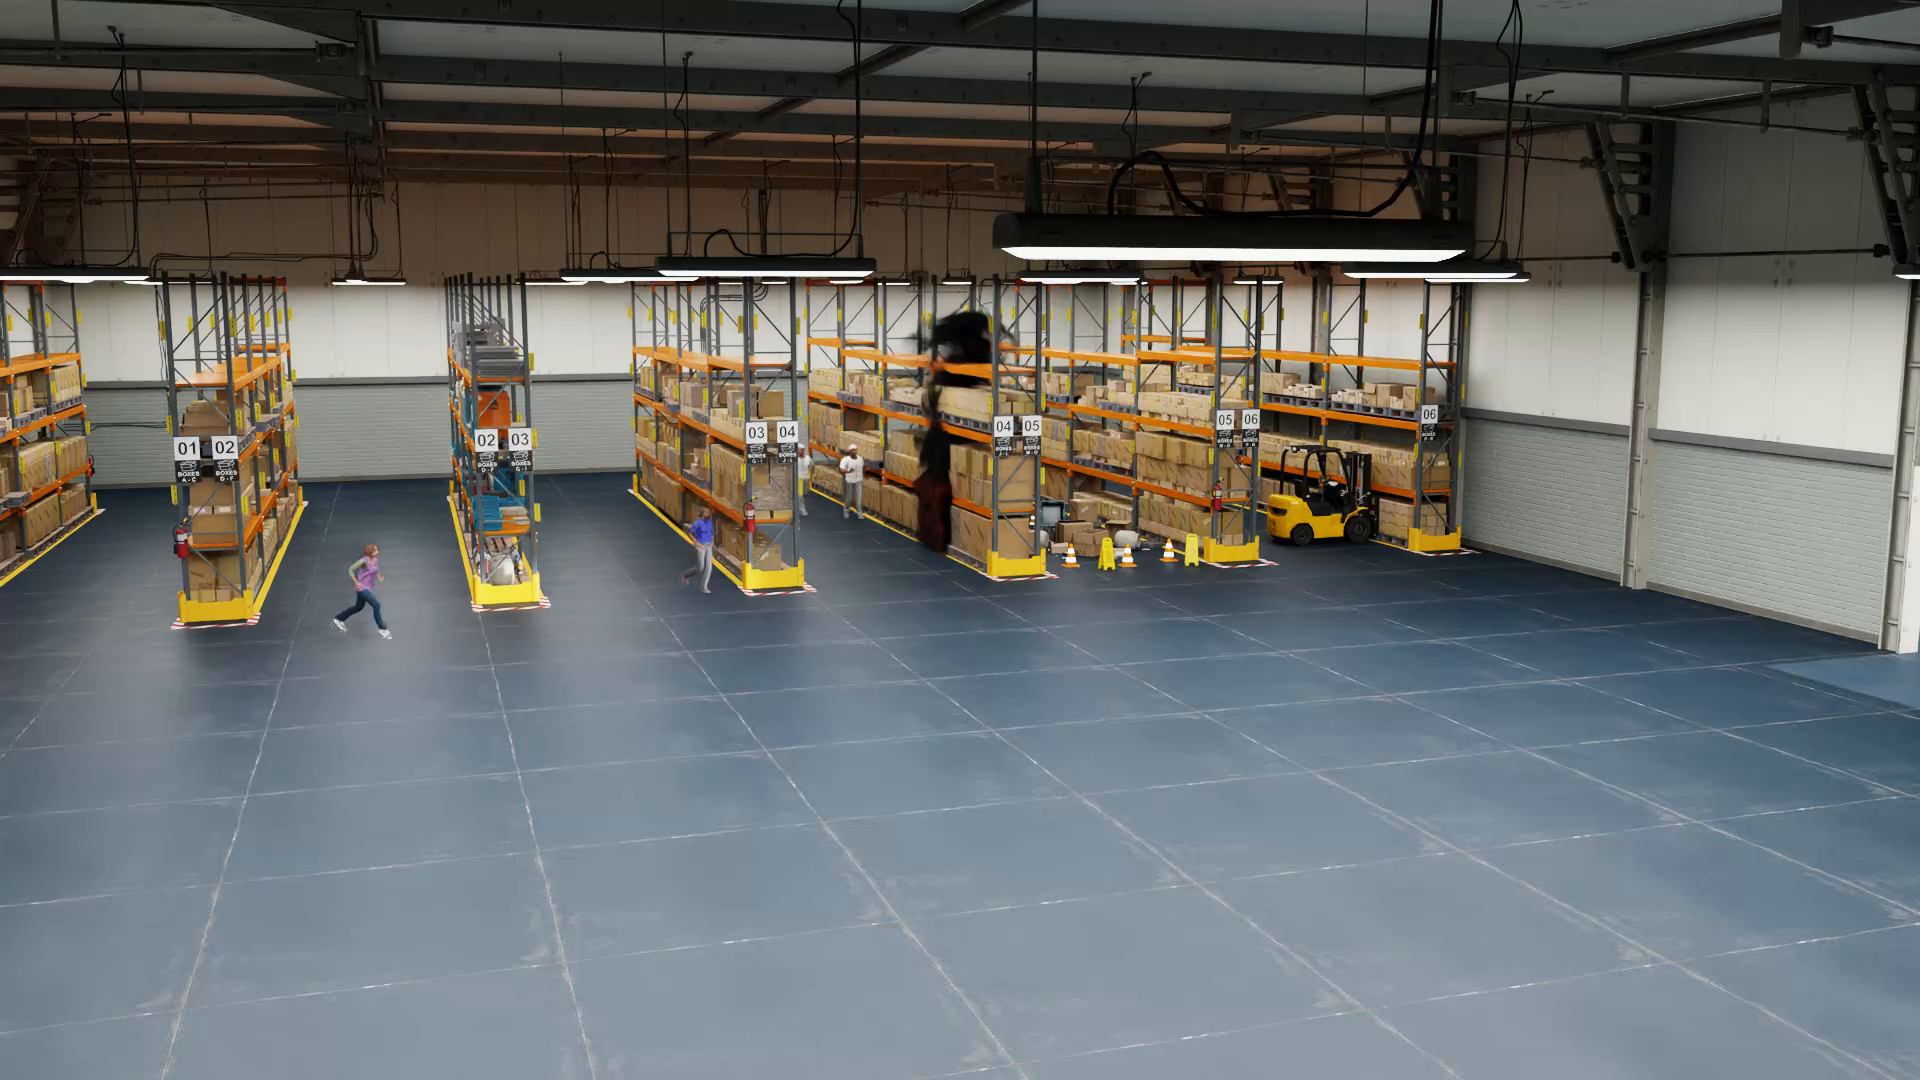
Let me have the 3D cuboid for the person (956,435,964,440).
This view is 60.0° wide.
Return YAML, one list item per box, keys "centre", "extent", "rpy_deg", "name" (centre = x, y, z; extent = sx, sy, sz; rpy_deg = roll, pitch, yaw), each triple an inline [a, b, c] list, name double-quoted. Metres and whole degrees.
- centre: [0.053, -2.843, 51.297]
  extent: [0.895, 1.629, 0.648]
  rpy_deg: [-1, 9, -4]
  name: "person"

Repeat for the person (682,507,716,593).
- centre: [-4.880, 0.177, 31.667]
  extent: [0.753, 1.585, 0.632]
  rpy_deg: [7, 11, 40]
  name: "person"

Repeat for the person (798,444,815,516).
- centre: [-4.019, -1.551, 42.233]
  extent: [0.687, 1.766, 1.002]
  rpy_deg: [-4, 10, -25]
  name: "person"

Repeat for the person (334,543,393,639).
- centre: [-9.854, 0.838, 27.364]
  extent: [0.997, 1.588, 0.541]
  rpy_deg: [0, 9, 2]
  name: "person"

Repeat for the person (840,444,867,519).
- centre: [-2.506, -1.370, 39.380]
  extent: [0.712, 1.798, 0.896]
  rpy_deg: [-4, 9, -23]
  name: "person"
